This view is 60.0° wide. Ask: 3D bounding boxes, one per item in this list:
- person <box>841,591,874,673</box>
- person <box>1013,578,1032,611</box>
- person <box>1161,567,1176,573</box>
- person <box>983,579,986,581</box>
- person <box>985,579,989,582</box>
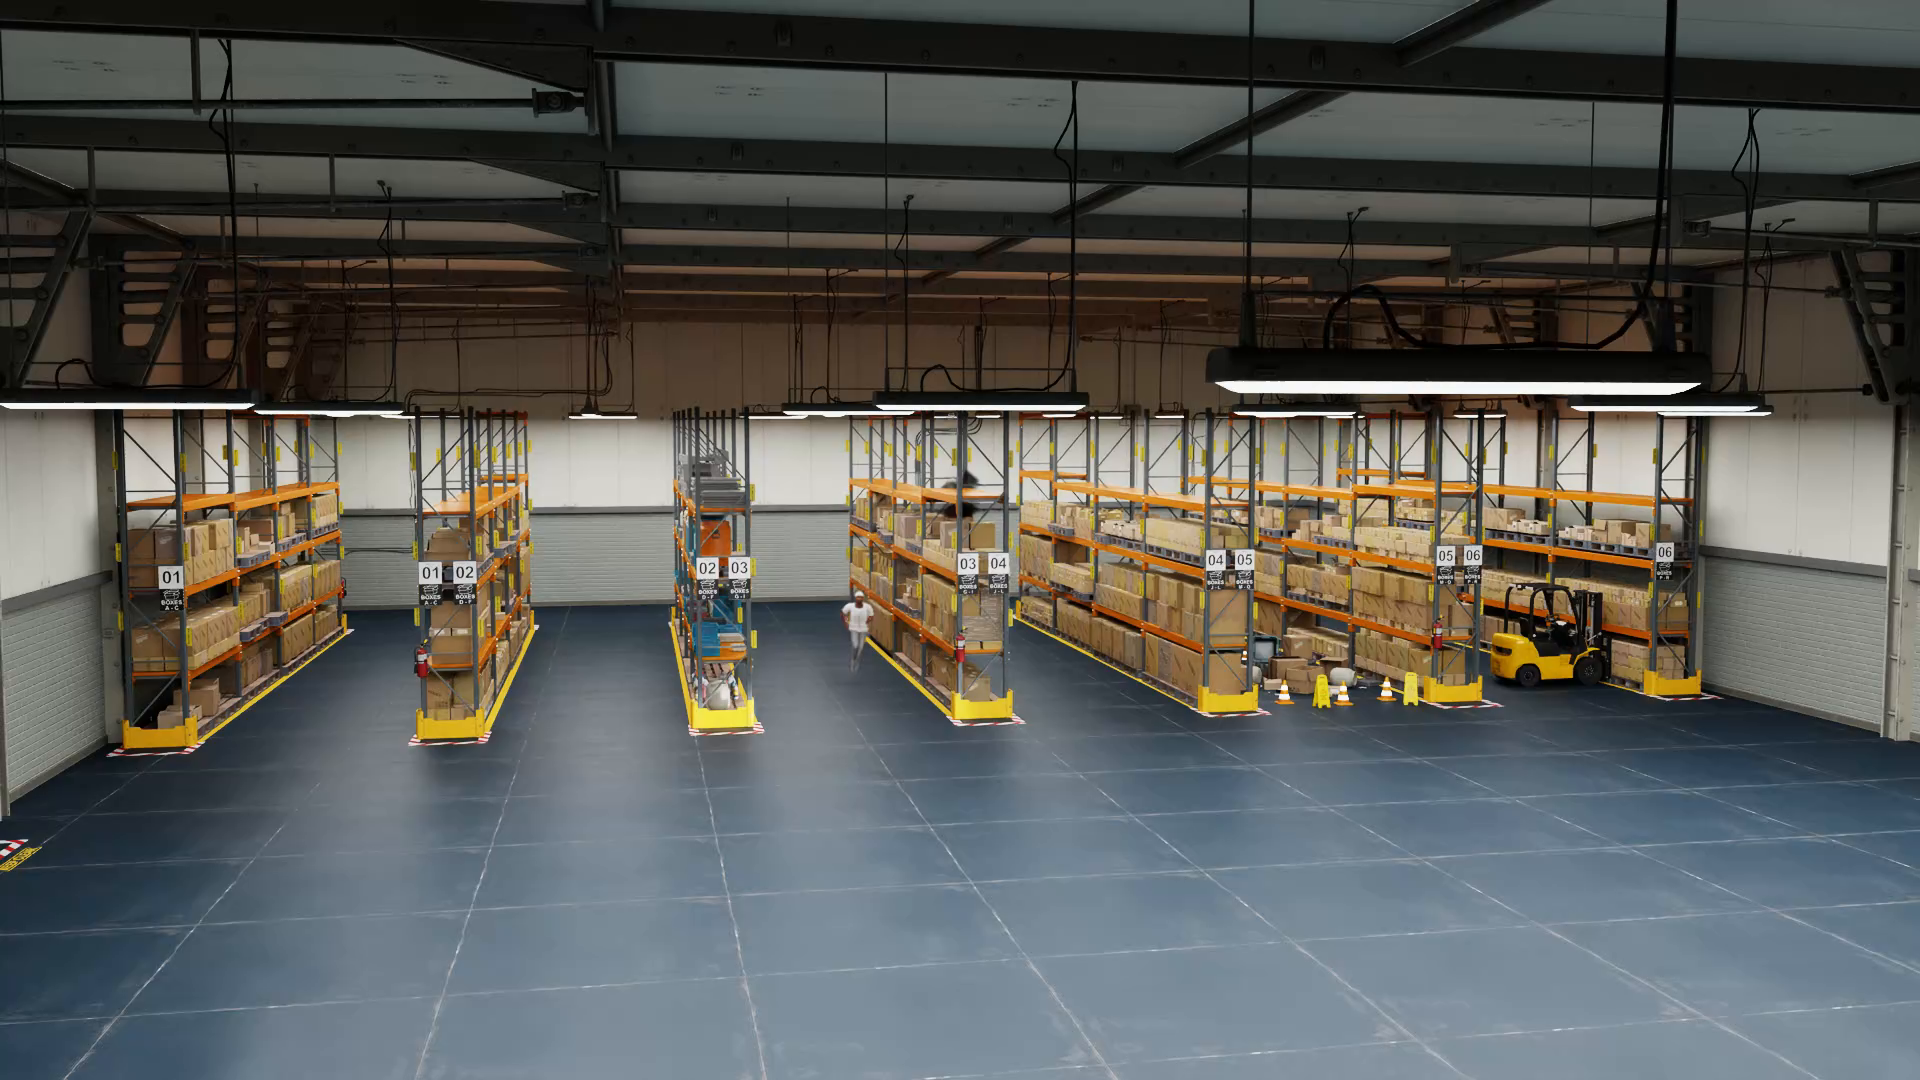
[{"bbox_3d":[-2.214,2.009,36.280,0.687,1.794,0.703,-1,4,-15],"label":"person"},{"bbox_3d":[1.914,1.375,49.967,0.812,1.566,0.583,1,4,19],"label":"person"},{"bbox_3d":[6.303,1.301,50.577,0.759,1.725,0.546,-1,4,-11],"label":"person"},{"bbox_3d":[0.836,1.467,48.449,0.601,1.622,0.519,0,4,5],"label":"person"},{"bbox_3d":[0.784,1.793,43.927,0.597,1.681,0.976,-1,4,-15],"label":"person"}]
